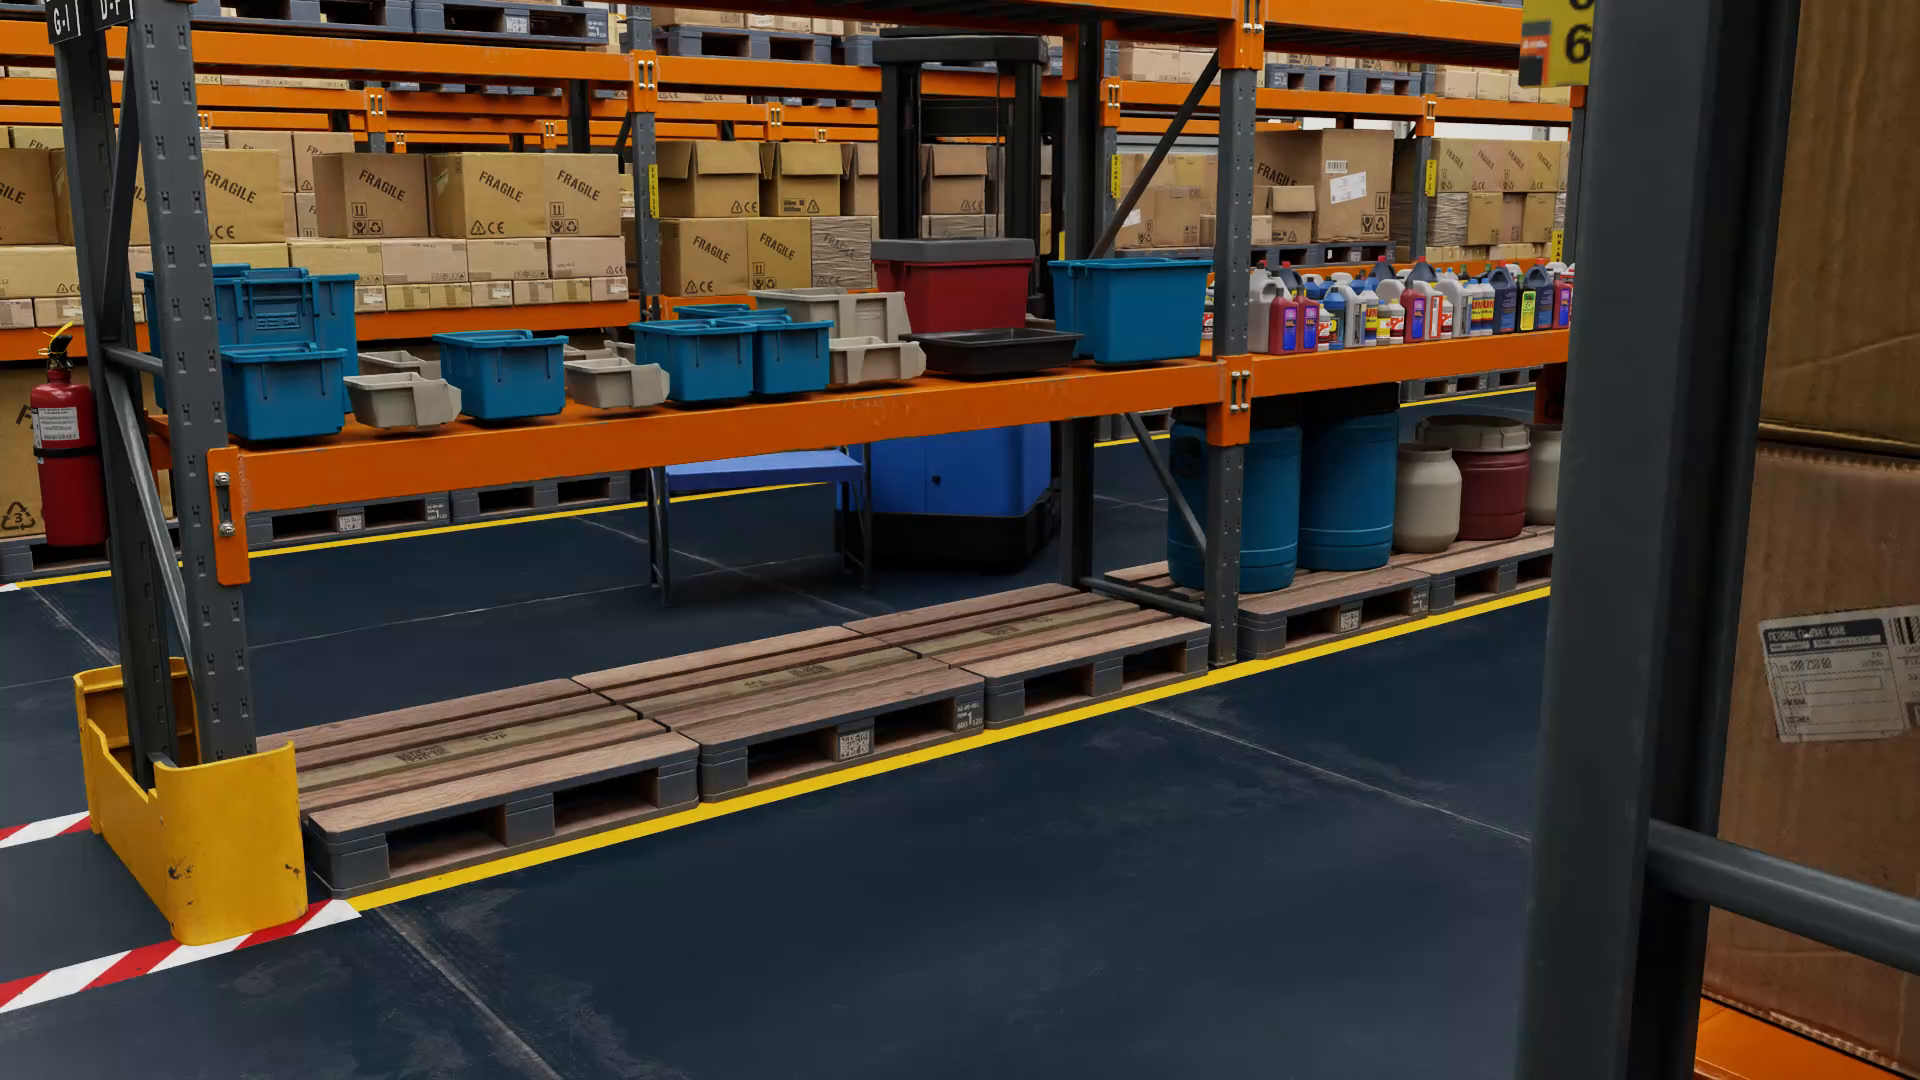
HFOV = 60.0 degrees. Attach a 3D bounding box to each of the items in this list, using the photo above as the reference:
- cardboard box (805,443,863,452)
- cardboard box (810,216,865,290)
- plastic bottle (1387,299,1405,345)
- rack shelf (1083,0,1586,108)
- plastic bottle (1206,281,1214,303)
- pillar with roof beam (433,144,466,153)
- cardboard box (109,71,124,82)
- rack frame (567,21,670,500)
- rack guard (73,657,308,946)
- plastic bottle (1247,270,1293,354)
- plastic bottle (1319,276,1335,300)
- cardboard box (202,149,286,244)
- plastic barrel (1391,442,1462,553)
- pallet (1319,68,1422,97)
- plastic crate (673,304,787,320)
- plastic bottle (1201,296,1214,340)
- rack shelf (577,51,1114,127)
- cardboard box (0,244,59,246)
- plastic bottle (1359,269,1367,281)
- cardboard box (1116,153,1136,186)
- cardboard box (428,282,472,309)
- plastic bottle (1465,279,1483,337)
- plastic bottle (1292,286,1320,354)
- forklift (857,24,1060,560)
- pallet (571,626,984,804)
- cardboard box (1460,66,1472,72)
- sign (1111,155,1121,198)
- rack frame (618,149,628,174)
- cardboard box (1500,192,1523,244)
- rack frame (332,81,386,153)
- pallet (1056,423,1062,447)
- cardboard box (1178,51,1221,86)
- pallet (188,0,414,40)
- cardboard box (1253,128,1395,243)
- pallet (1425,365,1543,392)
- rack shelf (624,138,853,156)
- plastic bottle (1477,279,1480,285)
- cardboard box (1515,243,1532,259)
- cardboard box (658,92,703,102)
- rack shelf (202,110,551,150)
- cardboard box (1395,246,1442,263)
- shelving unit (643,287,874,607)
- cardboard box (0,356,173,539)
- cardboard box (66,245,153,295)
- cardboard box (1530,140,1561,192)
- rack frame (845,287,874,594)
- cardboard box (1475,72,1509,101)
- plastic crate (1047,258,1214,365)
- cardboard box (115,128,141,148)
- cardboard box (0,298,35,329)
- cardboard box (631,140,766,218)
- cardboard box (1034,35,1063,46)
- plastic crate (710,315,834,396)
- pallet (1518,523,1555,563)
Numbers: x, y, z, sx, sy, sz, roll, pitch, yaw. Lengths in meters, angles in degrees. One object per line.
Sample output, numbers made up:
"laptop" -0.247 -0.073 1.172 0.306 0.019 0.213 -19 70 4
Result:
"cardboard box" -1.083 -1.181 12.074 0.875 0.875 1.225 -10 16 -40
"cardboard box" -0.969 -2.011 11.637 0.500 0.500 0.500 -10 15 -39
"plastic bottle" 1.972 -0.994 7.566 0.097 0.201 0.097 0 12 0
"rack shelf" 2.388 -2.384 8.146 4.000 0.370 1.077 -9 15 -38
"plastic bottle" 1.218 -1.100 7.884 0.135 0.276 0.152 -9 15 -38
"pillar with roof beam" -5.294 -7.295 22.321 0.400 9.000 9.100 -9 15 -38
"cardboard box" -6.682 -3.724 13.083 0.500 0.250 0.500 -10 15 -38
"rack frame" -2.267 -1.813 10.944 0.127 3.000 1.000 -9 15 -38
"rack guard" -2.307 0.738 4.951 0.348 0.500 1.175 -9 15 -38
"plastic bottle" 1.336 -0.984 7.158 0.185 0.351 0.144 -9 15 -38
"plastic bottle" 1.809 -1.162 8.191 0.097 0.271 0.097 0 12 0
"cardboard box" -4.056 -1.884 9.120 0.500 0.500 0.500 -10 16 -39
"plastic barrel" 2.312 -0.216 8.404 0.421 0.512 0.421 0 12 0
"pallet" 3.431 -4.163 15.245 1.003 0.211 1.213 -9 15 -38
"plastic crate" -0.853 -0.746 6.178 0.300 0.233 0.416 -9 15 -38
"plastic bottle" 1.148 -1.043 7.796 0.097 0.201 0.097 0 12 0
"rack shelf" -0.706 -3.188 11.929 4.000 0.370 1.077 -9 15 -38
"cardboard box" -5.178 -1.472 8.983 0.500 0.250 0.500 -10 15 -39
"plastic bottle" 2.050 -1.254 8.592 0.133 0.283 0.061 -9 15 -38
"cardboard box" 1.626 -4.402 20.179 0.550 0.550 0.875 -9 15 -38
"cardboard box" -3.104 -1.463 9.904 0.250 0.149 0.380 -9 15 -37
"plastic bottle" 2.438 -1.106 7.923 0.097 0.271 0.097 0 12 0
"plastic bottle" 1.484 -0.948 7.152 0.133 0.283 0.061 -9 15 -38
"forklift" -0.018 -1.577 9.999 1.130 2.935 3.031 0 12 -1
"pallet" -0.677 0.616 6.222 1.213 0.211 1.003 -9 15 -38
"cardboard box" 4.591 -4.477 15.673 0.250 0.149 0.380 -10 16 -40
"sign" 1.205 -2.808 12.846 0.005 0.325 0.100 -9 15 -38
"rack frame" -5.315 -5.263 27.191 0.127 3.000 1.000 -9 15 -38
"cardboard box" 5.109 -3.234 16.680 0.500 0.500 0.875 -9 15 -38
"rack frame" -5.287 -2.630 14.794 0.127 3.000 1.000 -9 15 -38
"pallet" 0.193 -0.878 13.254 1.213 0.211 1.003 -9 15 -38
"cardboard box" 1.783 -3.812 13.498 0.500 0.250 0.500 -9 15 -36
"pallet" -3.865 -2.975 9.408 1.213 0.211 1.003 -9 15 -38
"cardboard box" 3.272 -3.269 15.348 1.000 1.000 1.000 -9 15 -37
"pallet" 5.435 -1.739 17.309 1.213 0.211 1.003 -9 15 -38
"rack shelf" -3.754 -6.638 28.176 4.000 0.370 1.077 -9 15 -38
"plastic bottle" 2.837 -1.340 9.194 0.097 0.201 0.097 0 12 0
"cardboard box" 5.498 -2.904 16.687 0.250 0.149 0.380 -9 15 -38
"cardboard box" -2.833 -4.483 16.058 0.500 0.500 0.500 -9 15 -38
"rack shelf" -6.897 -4.795 19.499 4.000 0.370 1.077 -9 15 -38
"cardboard box" 4.335 -2.707 15.760 0.250 0.149 0.380 -9 15 -38
"shelving unit" -1.003 -0.486 8.307 1.048 1.500 0.538 -3 12 -15
"cardboard box" -4.941 -0.556 9.129 0.875 0.875 0.875 -9 15 -38
"cardboard box" -4.446 -1.453 8.894 0.500 0.250 0.500 -10 15 -38
"cardboard box" 5.653 -3.748 16.694 0.500 0.500 0.500 -9 15 -38
"rack frame" -0.513 -0.514 8.438 0.032 1.500 0.500 -3 12 -15
"cardboard box" 4.901 -4.331 15.943 0.500 0.250 0.500 -10 15 -38
"plastic crate" 0.675 -0.915 6.610 0.575 0.384 0.392 -9 15 -38
"cardboard box" -6.688 -3.007 13.204 0.500 0.500 0.500 -10 16 -39
"cardboard box" -4.908 -1.163 8.490 0.250 0.149 0.380 -9 15 -37
"cardboard box" -1.774 -2.437 11.226 0.637 0.503 0.797 -10 16 -39
"cardboard box" 0.425 -3.964 12.594 0.637 0.503 0.797 -8 15 -34
"plastic crate" -0.636 -0.626 5.615 0.300 0.233 0.416 -9 15 -38
"pallet" 3.361 -0.055 9.381 1.213 0.211 1.003 -9 15 -38
